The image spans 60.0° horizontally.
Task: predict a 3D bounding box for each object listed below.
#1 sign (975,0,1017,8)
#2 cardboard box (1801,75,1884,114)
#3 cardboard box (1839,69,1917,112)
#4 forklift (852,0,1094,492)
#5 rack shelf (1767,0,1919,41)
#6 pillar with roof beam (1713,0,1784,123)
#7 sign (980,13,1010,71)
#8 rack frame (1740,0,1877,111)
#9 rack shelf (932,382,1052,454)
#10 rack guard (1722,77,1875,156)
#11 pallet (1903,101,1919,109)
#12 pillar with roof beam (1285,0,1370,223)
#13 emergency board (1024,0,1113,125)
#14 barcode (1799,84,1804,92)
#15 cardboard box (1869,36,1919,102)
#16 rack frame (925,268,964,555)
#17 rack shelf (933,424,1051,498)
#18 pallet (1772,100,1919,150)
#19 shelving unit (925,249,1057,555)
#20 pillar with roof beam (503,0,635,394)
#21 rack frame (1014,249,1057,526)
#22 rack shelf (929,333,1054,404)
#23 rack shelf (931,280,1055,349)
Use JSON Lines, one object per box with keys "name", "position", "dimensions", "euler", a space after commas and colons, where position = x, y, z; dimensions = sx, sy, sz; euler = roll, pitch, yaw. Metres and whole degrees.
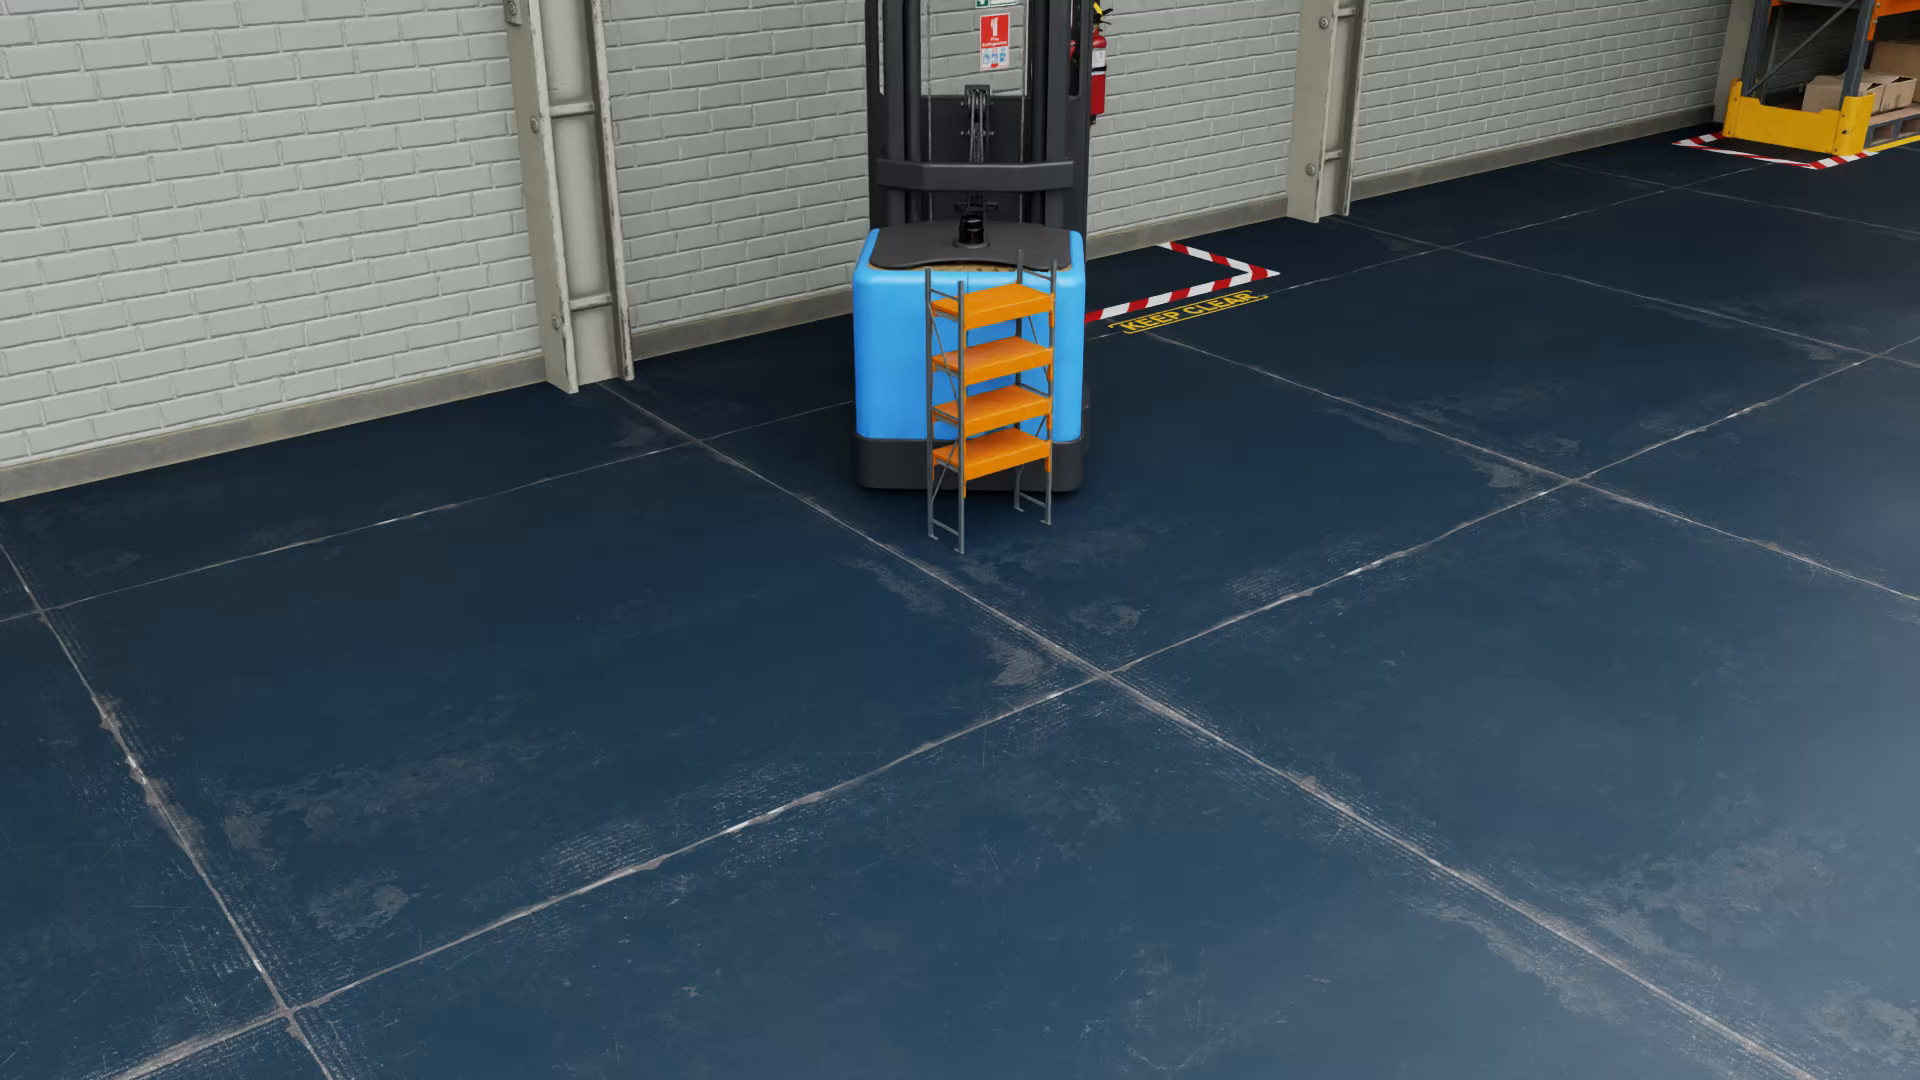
{"name": "sign", "position": [0.224, -3.323, 10.175], "dimensions": [0.331, 0.109, 0.001], "euler": [-18, 31, -34]}
{"name": "cardboard box", "position": [7.986, -4.027, 15.035], "dimensions": [0.500, 0.311, 0.500], "euler": [-23, 33, -40]}
{"name": "cardboard box", "position": [8.435, -4.175, 15.355], "dimensions": [0.500, 0.311, 0.500], "euler": [-15, 29, -30]}
{"name": "forklift", "position": [0.103, -2.127, 8.351], "dimensions": [1.130, 2.935, 3.031], "euler": [1, 25, 2]}
{"name": "rack shelf", "position": [8.960, -5.090, 15.510], "dimensions": [4.000, 0.370, 1.077], "euler": [-18, 31, -34]}
{"name": "pillar with roof beam", "position": [10.060, -6.661, 10.912], "dimensions": [0.400, 9.000, 9.100], "euler": [-18, 31, -34]}
{"name": "sign", "position": [0.215, -3.084, 10.291], "dimensions": [0.234, 0.329, 0.001], "euler": [-18, 31, -34]}
{"name": "rack frame", "position": [7.386, -4.897, 14.239], "dimensions": [0.127, 3.000, 1.000], "euler": [-18, 31, -34]}
{"name": "rack shelf", "position": [0.130, -0.526, 7.116], "dimensions": [0.480, 0.148, 0.258], "euler": [-18, 30, -34]}
{"name": "rack guard", "position": [7.446, -3.783, 14.808], "dimensions": [0.348, 0.500, 1.175], "euler": [-18, 31, -34]}
{"name": "pallet", "position": [9.067, -4.167, 15.977], "dimensions": [1.213, 0.211, 1.003], "euler": [-18, 31, -34]}
{"name": "pillar with roof beam", "position": [5.338, -5.102, 7.554], "dimensions": [0.400, 9.000, 9.100], "euler": [-18, 31, -34]}
{"name": "emergency board", "position": [0.714, -3.178, 10.534], "dimensions": [0.643, 1.169, 0.194], "euler": [-18, 31, -34]}
{"name": "barcode", "position": [7.754, -4.168, 15.329], "dimensions": [0.075, 0.075, 0.001], "euler": [-18, 31, -34]}
{"name": "cardboard box", "position": [9.043, -4.435, 15.690], "dimensions": [0.500, 0.500, 0.700], "euler": [-21, 32, -37]}
{"name": "rack frame", "position": [-0.063, -0.524, 6.952], "dimensions": [0.015, 1.200, 0.240], "euler": [-18, 30, -34]}
{"name": "rack shelf", "position": [0.130, -0.345, 7.199], "dimensions": [0.480, 0.148, 0.258], "euler": [-18, 30, -34]}
{"name": "pallet", "position": [8.107, -3.851, 15.298], "dimensions": [1.213, 0.211, 1.003], "euler": [-18, 31, -34]}
{"name": "shelving unit", "position": [0.130, -0.587, 7.088], "dimensions": [0.503, 1.200, 0.258], "euler": [-18, 30, -34]}
{"name": "pillar with roof beam", "position": [0.617, -3.544, 4.196], "dimensions": [0.400, 9.000, 9.100], "euler": [-18, 31, -34]}
{"name": "rack frame", "position": [0.323, -0.650, 7.224], "dimensions": [0.015, 1.200, 0.240], "euler": [-18, 30, -34]}
{"name": "rack shelf", "position": [0.130, -0.729, 7.022], "dimensions": [0.480, 0.148, 0.258], "euler": [-18, 30, -34]}
{"name": "rack shelf", "position": [0.130, -0.943, 6.923], "dimensions": [0.480, 0.148, 0.258], "euler": [-18, 30, -34]}
